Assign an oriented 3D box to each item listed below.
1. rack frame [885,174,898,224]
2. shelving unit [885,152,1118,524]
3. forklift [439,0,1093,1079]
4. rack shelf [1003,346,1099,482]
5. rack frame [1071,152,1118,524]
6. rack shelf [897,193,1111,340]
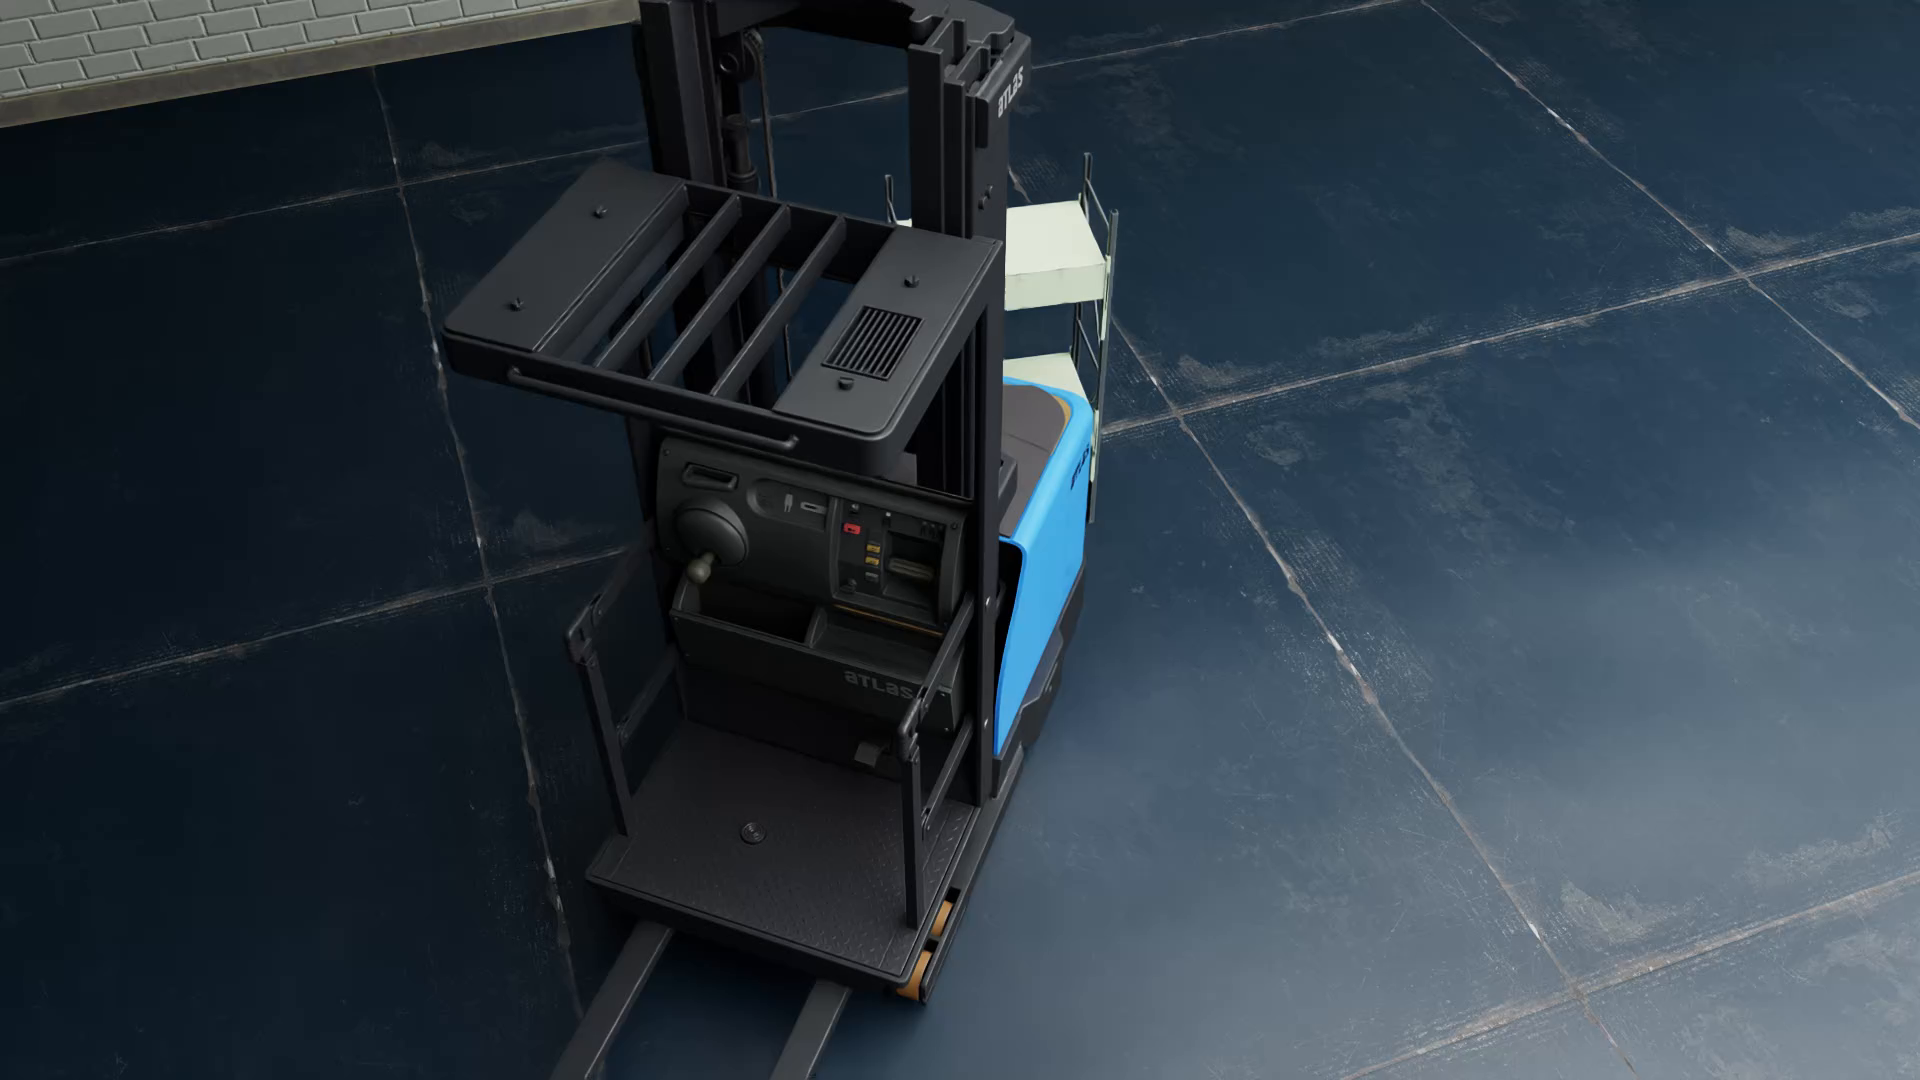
[{"bbox_3d":[-0.218,-0.634,6.323,0.023,1.500,0.400,-8,46,-8],"label":"rack frame"},{"bbox_3d":[0.140,-0.686,6.375,0.755,1.500,0.431,-8,46,-8],"label":"shelving unit"},{"bbox_3d":[-0.509,0.088,4.593,1.130,2.935,3.031,15,47,14],"label":"forklift"},{"bbox_3d":[0.140,-0.456,6.605,0.720,0.370,0.431,-8,46,-8],"label":"rack shelf"},{"bbox_3d":[0.499,-0.737,6.426,0.023,1.500,0.400,-8,46,-8],"label":"rack frame"},{"bbox_3d":[0.140,-0.961,6.098,0.720,0.370,0.431,-8,46,-8],"label":"rack shelf"}]
